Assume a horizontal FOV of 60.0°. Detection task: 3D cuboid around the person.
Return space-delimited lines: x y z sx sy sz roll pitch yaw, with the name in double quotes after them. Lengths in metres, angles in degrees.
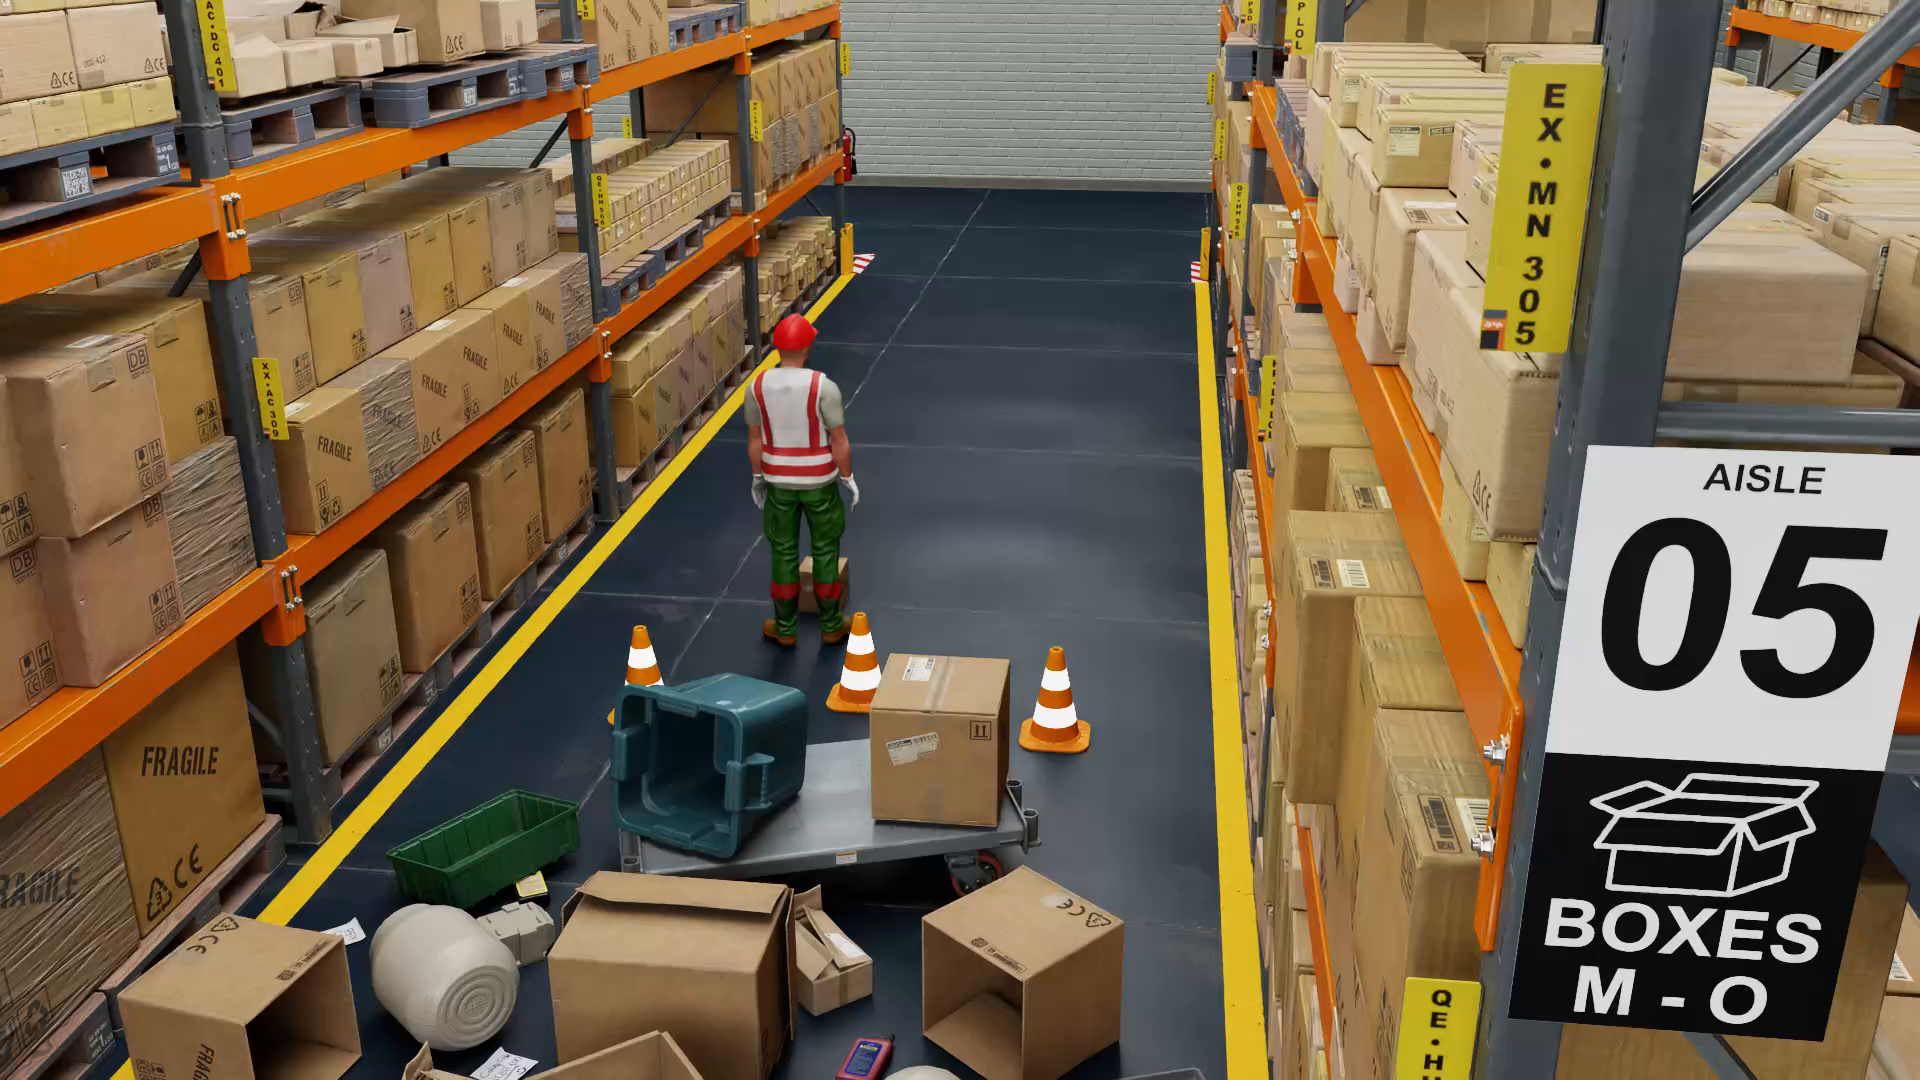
-0.819 -0.317 8.805 0.595 1.795 0.371 3 21 7 "person"
